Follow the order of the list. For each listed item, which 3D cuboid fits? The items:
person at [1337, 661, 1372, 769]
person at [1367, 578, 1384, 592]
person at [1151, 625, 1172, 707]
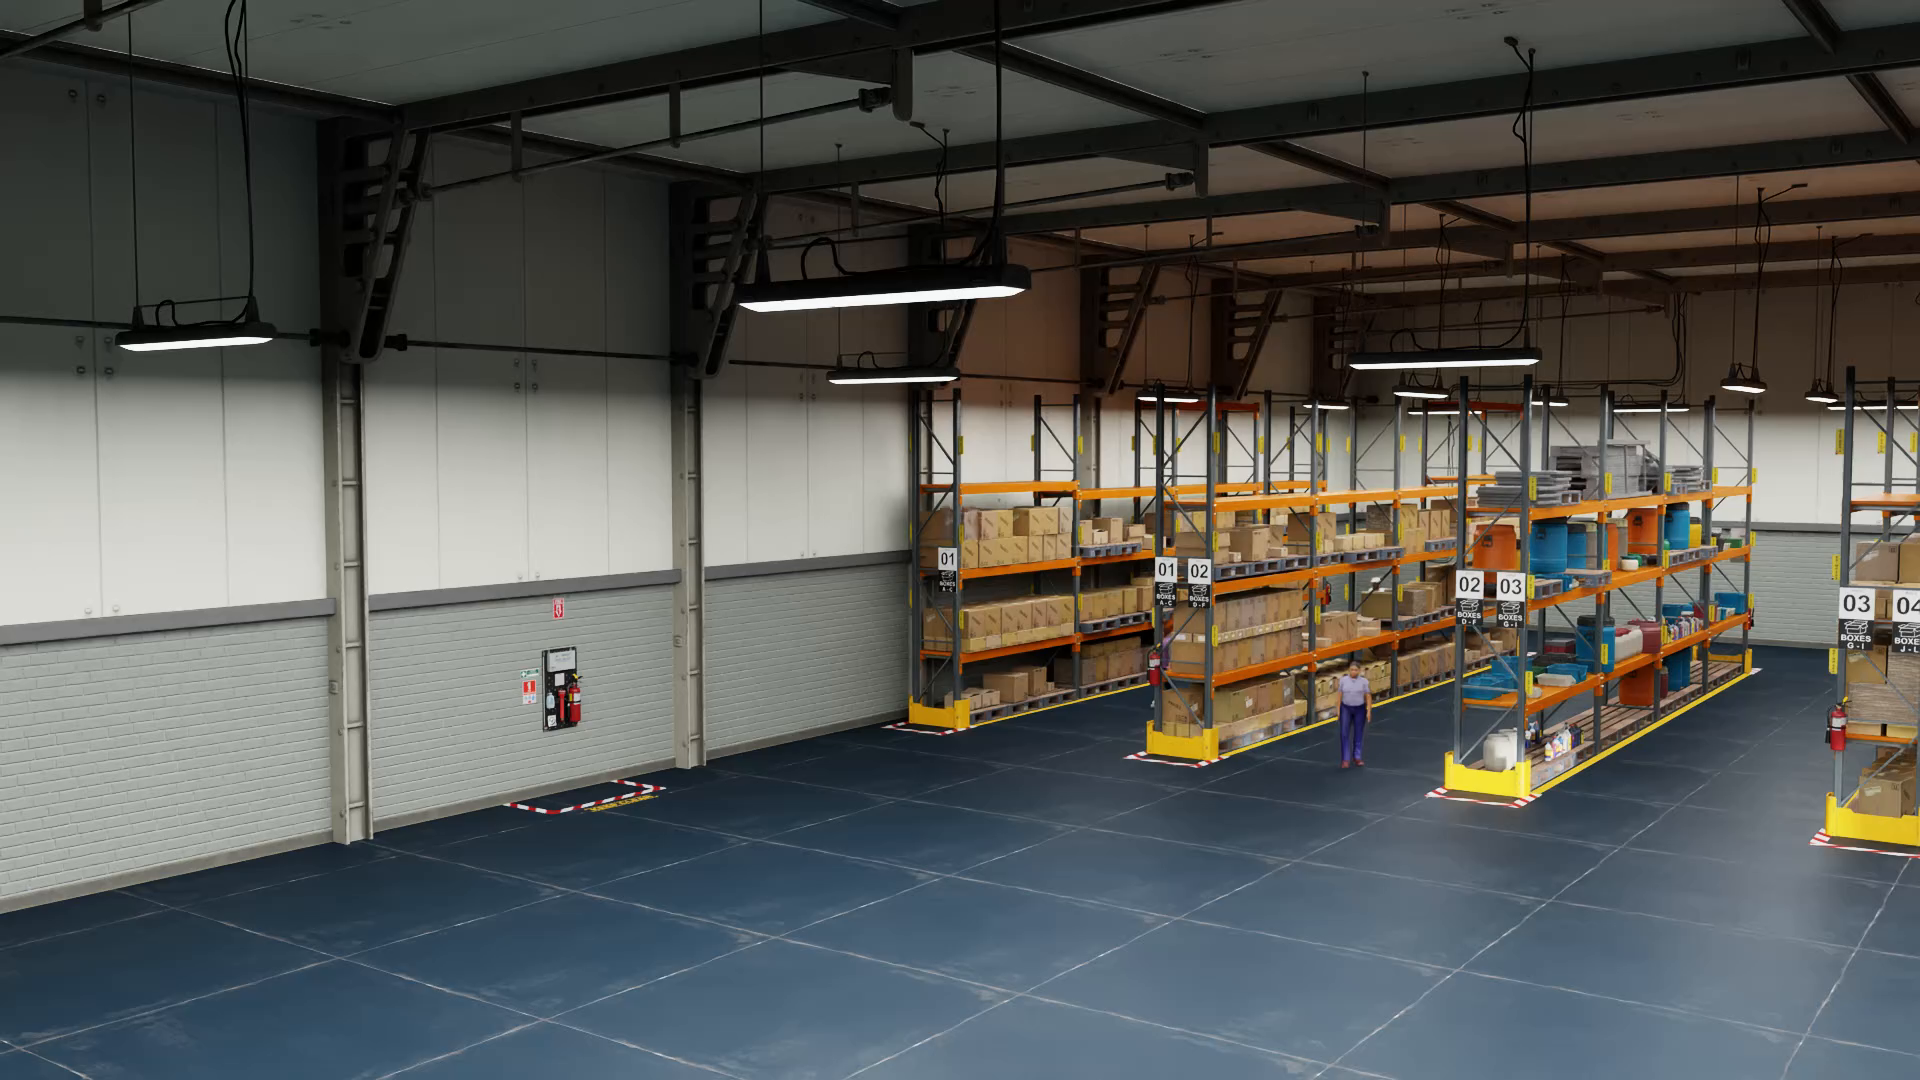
[{"bbox_3d":[6.140,2.734,25.911,0.527,1.694,0.505,1,3,12],"label":"person"},{"bbox_3d":[10.298,1.784,41.239,0.594,1.710,1.081,2,4,33],"label":"person"},{"bbox_3d":[3.901,2.400,31.890,0.406,1.529,1.006,1,3,17],"label":"person"}]
